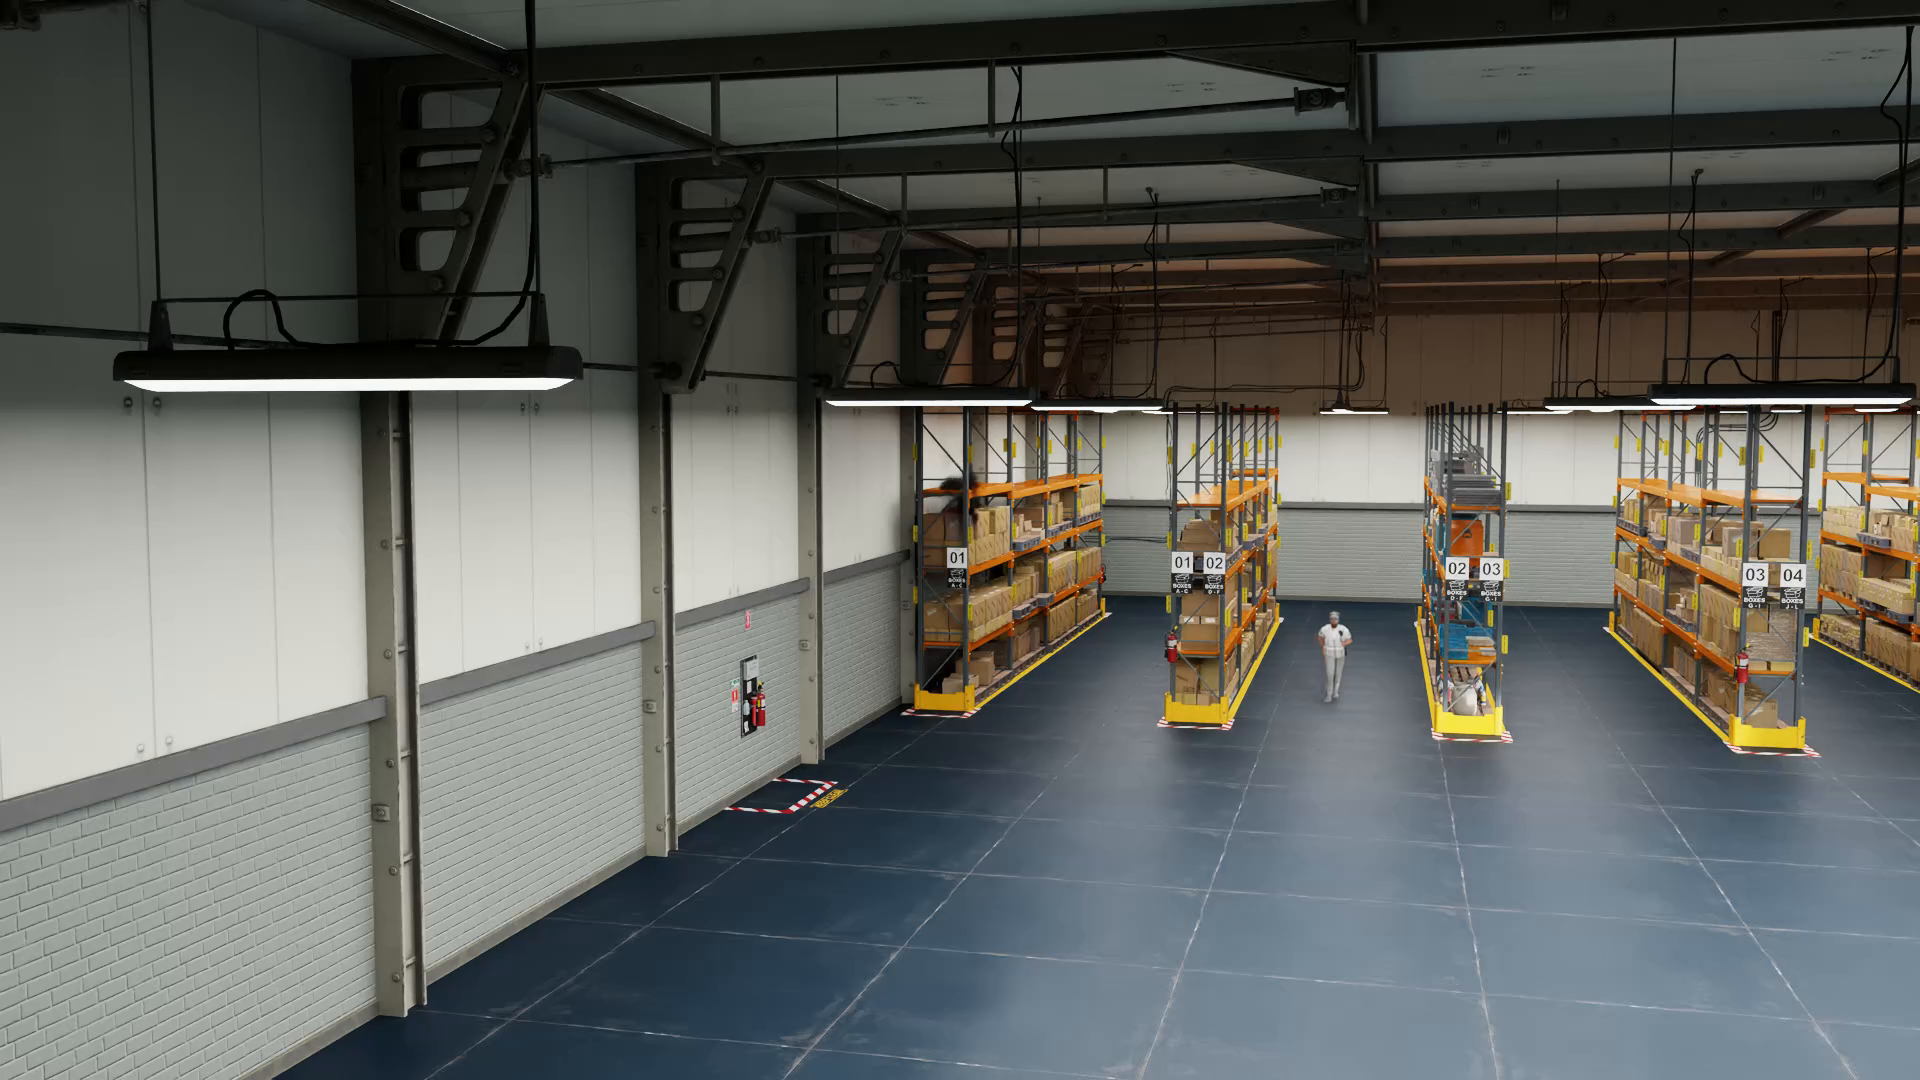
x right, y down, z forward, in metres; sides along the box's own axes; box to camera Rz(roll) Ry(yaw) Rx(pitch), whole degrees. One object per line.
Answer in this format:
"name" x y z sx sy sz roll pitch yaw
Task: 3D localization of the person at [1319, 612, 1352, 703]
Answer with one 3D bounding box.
"person" 7.595 2.354 33.654 0.652 1.844 0.811 1 4 9
